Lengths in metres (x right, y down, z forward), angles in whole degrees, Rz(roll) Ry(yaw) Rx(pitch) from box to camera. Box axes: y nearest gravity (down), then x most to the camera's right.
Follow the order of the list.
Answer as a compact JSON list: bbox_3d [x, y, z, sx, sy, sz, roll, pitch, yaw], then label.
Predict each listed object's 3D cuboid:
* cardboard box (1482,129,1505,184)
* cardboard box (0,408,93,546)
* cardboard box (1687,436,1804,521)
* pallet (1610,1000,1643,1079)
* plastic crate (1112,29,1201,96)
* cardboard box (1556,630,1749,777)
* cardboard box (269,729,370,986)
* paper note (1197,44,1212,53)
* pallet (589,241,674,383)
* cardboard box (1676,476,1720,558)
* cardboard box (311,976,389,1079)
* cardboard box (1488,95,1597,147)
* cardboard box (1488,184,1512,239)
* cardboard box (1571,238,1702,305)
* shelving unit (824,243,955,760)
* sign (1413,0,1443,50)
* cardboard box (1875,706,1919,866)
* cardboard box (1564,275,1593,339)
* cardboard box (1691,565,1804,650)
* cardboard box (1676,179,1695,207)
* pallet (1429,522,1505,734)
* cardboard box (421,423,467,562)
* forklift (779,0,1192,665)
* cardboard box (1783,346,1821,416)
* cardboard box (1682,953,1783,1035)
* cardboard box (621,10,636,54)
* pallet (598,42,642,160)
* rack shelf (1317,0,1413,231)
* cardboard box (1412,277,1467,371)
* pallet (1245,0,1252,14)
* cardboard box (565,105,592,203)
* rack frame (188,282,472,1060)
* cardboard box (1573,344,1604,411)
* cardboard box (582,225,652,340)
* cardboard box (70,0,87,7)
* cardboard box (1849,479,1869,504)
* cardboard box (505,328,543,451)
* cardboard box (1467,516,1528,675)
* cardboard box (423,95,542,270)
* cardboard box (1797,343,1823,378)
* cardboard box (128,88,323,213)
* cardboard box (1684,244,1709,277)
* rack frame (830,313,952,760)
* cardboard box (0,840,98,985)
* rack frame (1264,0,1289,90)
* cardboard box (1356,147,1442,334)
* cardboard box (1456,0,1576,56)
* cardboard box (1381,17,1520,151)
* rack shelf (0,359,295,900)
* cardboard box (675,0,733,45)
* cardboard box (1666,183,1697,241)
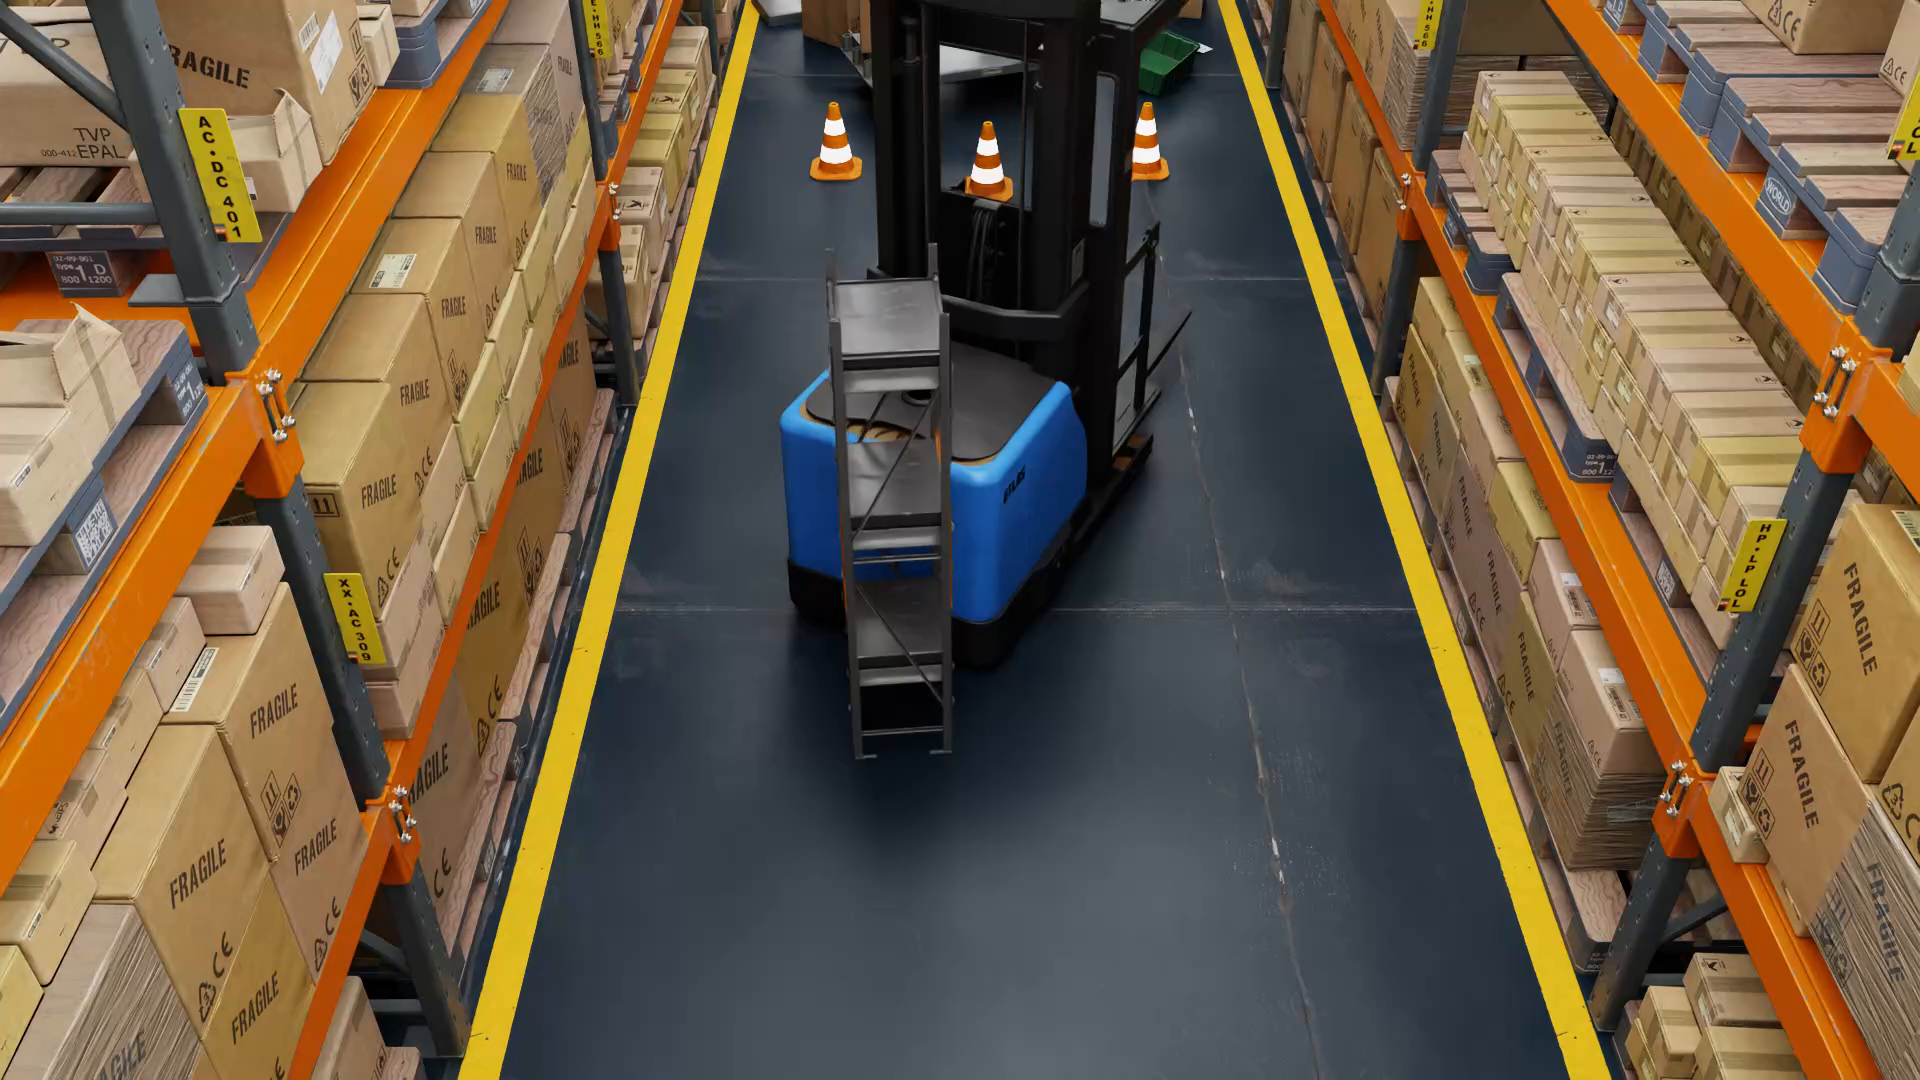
[{"bbox_3d":[2.532,-1.690,7.332,0.380,0.149,0.250,2,39,2],"label":"cardboard box"},{"bbox_3d":[-1.895,-0.122,3.136,0.380,0.149,0.250,1,39,1],"label":"cardboard box"},{"bbox_3d":[2.537,-0.195,5.230,0.380,0.149,0.250,-1,39,-1],"label":"cardboard box"},{"bbox_3d":[2.770,2.030,5.294,1.003,0.211,1.213,0,39,0],"label":"pallet"},{"bbox_3d":[1.414,-3.514,12.184,0.450,0.188,0.662,27,45,16],"label":"plastic crate"},{"bbox_3d":[2.480,0.575,5.943,0.500,0.250,0.500,-1,39,-1],"label":"cardboard box"},{"bbox_3d":[-1.960,0.839,4.470,0.500,0.500,0.500,0,39,0],"label":"cardboard box"},{"bbox_3d":[1.818,-3.743,12.641,0.147,0.020,0.142,-28,46,-30],"label":"paper note"},{"bbox_3d":[-2.220,-1.313,9.466,1.003,0.211,1.213,0,39,0],"label":"pallet"},{"bbox_3d":[2.535,-0.074,5.316,0.380,0.149,0.250,0,39,0],"label":"cardboard box"},{"bbox_3d":[-2.323,1.817,5.042,0.875,0.438,0.875,-1,39,-1],"label":"cardboard box"},{"bbox_3d":[2.539,-1.820,7.258,0.380,0.149,0.250,-1,39,-1],"label":"cardboard box"},{"bbox_3d":[2.529,-1.429,7.245,0.380,0.149,0.250,2,39,2],"label":"cardboard box"},{"bbox_3d":[2.536,-1.011,6.247,0.380,0.149,0.250,-1,39,-1],"label":"cardboard box"},{"bbox_3d":[-0.258,-0.079,6.415,0.431,2.100,0.503,-3,39,-4],"label":"shelving unit"},{"bbox_3d":[2.174,-2.429,7.702,0.100,0.325,0.005,0,39,0],"label":"sign"},{"bbox_3d":[2.507,0.583,3.752,0.500,0.500,0.500,-1,39,-1],"label":"cardboard box"},{"bbox_3d":[2.536,-0.885,6.329,0.380,0.149,0.250,1,39,2],"label":"cardboard box"},{"bbox_3d":[2.536,0.208,5.203,0.380,0.149,0.250,-1,39,-1],"label":"cardboard box"},{"bbox_3d":[3.191,-1.484,6.838,0.380,0.149,0.250,1,39,1],"label":"cardboard box"},{"bbox_3d":[2.727,0.358,7.380,1.003,0.211,1.213,0,39,0],"label":"pallet"},{"bbox_3d":[-1.963,-0.149,5.504,0.500,0.250,0.500,1,39,1],"label":"cardboard box"},{"bbox_3d":[0.327,-1.516,7.544,1.130,2.935,3.031,17,42,20],"label":"forklift"},{"bbox_3d":[3.187,-0.562,5.925,0.380,0.149,0.250,1,39,2],"label":"cardboard box"},{"bbox_3d":[2.527,1.454,5.251,0.380,0.149,0.250,1,39,2],"label":"cardboard box"},{"bbox_3d":[-1.936,-2.702,8.834,0.380,0.149,0.250,0,39,0],"label":"cardboard box"},{"bbox_3d":[-2.328,-2.284,8.600,1.213,0.211,1.003,0,39,0],"label":"pallet"},{"bbox_3d":[2.727,-2.950,9.853,1.077,0.370,4.000,0,39,0],"label":"rack shelf"},{"bbox_3d":[2.488,-1.029,7.945,0.500,0.250,0.500,-2,39,-2],"label":"cardboard box"},{"bbox_3d":[2.798,-4.633,13.608,1.003,0.211,1.213,0,39,0],"label":"pallet"},{"bbox_3d":[-1.966,-1.747,7.497,0.500,0.250,0.500,0,39,0],"label":"cardboard box"},{"bbox_3d":[-2.216,0.588,4.863,1.000,3.000,0.127,0,39,0],"label":"rack frame"},{"bbox_3d":[2.531,-0.607,6.219,0.380,0.149,0.250,2,39,2],"label":"cardboard box"},{"bbox_3d":[-2.211,-1.405,9.115,0.950,0.372,0.625,-2,39,-3],"label":"cardboard box"},{"bbox_3d":[-6.874,-4.120,12.600,0.500,0.250,0.500,-1,39,-1],"label":"cardboard box"},{"bbox_3d":[3.191,-0.120,5.612,0.380,0.149,0.250,0,39,0],"label":"cardboard box"},{"bbox_3d":[-1.931,-0.585,6.447,0.500,0.250,0.500,-1,39,-1],"label":"cardboard box"},{"bbox_3d":[2.485,0.229,6.974,0.500,0.500,0.500,-1,39,-1],"label":"cardboard box"},{"bbox_3d":[-1.956,-1.388,6.449,0.500,0.500,0.500,0,39,0],"label":"cardboard box"},{"bbox_3d":[3.191,-0.674,5.827,0.380,0.149,0.250,0,39,0],"label":"cardboard box"},{"bbox_3d":[-1.867,-1.007,4.226,0.396,0.266,0.258,0,39,0],"label":"cardboard box"},{"bbox_3d":[3.187,-1.097,6.831,0.380,0.149,0.250,-2,39,-2],"label":"cardboard box"},{"bbox_3d":[-0.235,0.073,6.225,0.400,2.100,0.015,-3,39,-4],"label":"rack frame"},{"bbox_3d":[-1.960,0.734,3.282,0.380,0.149,0.250,0,39,0],"label":"cardboard box"},{"bbox_3d":[2.725,-4.481,11.189,1.000,3.000,0.127,0,39,0],"label":"rack frame"},{"bbox_3d":[2.819,-1.647,9.115,1.050,0.750,0.750,-1,39,-1],"label":"cardboard box"},{"bbox_3d":[2.739,-2.690,8.074,0.700,0.500,0.500,0,39,0],"label":"cardboard box"},{"bbox_3d":[2.460,-2.300,8.387,0.500,0.500,0.500,0,39,0],"label":"cardboard box"},{"bbox_3d":[-2.214,0.949,2.589,1.077,0.370,4.000,0,39,0],"label":"rack shelf"},{"bbox_3d":[-1.956,-3.874,12.294,0.500,0.250,0.500,-2,39,-2],"label":"cardboard box"},{"bbox_3d":[3.190,-1.365,6.927,0.380,0.149,0.250,0,39,0],"label":"cardboard box"}]
